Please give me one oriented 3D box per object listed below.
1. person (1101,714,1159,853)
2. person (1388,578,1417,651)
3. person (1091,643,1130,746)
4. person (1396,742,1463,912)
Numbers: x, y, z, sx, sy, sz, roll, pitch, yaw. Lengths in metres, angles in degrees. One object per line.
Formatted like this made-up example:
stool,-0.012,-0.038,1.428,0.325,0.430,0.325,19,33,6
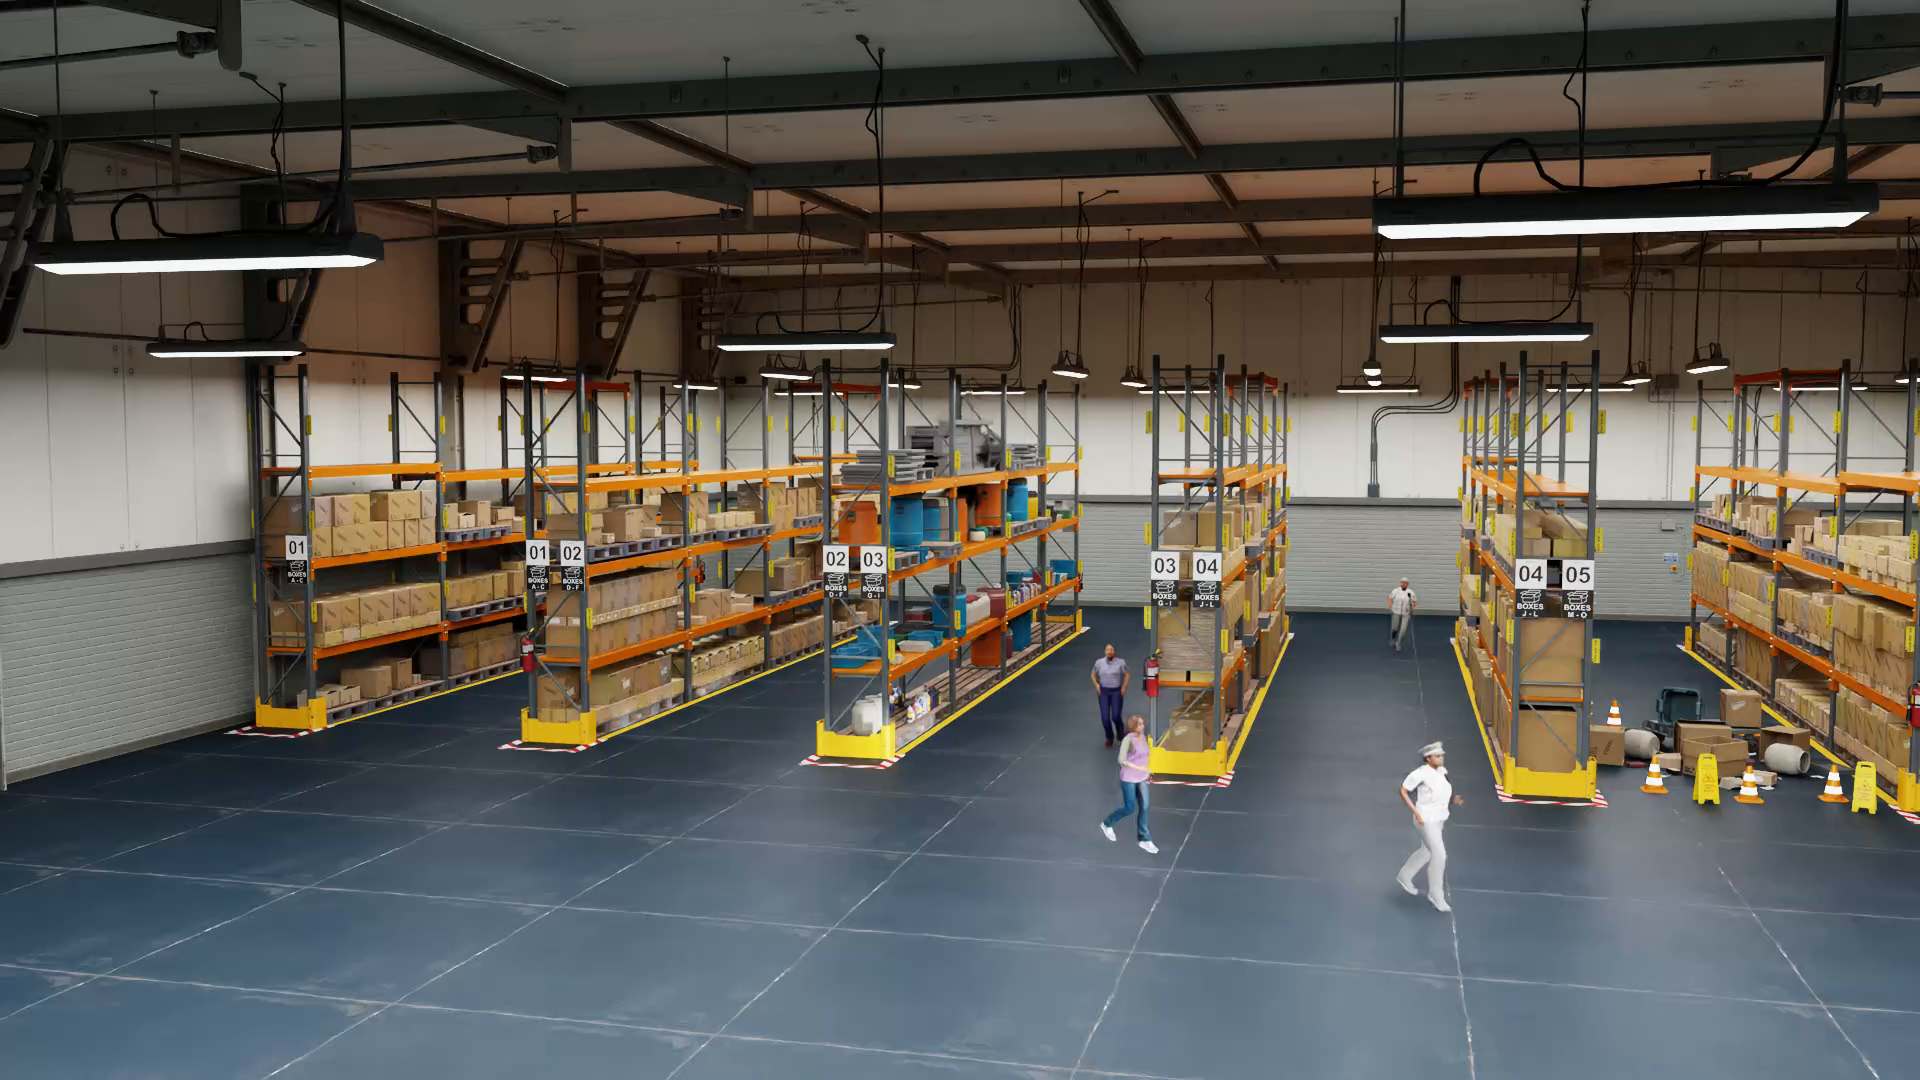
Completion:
person,2.026,2.851,19.664,0.770,1.613,0.565,4,5,42
person,9.849,1.649,37.017,0.636,1.627,0.500,1,4,15
person,2.338,2.417,25.975,0.609,1.600,0.546,1,4,13
person,4.899,2.955,17.420,0.570,1.752,0.762,-3,5,-40
